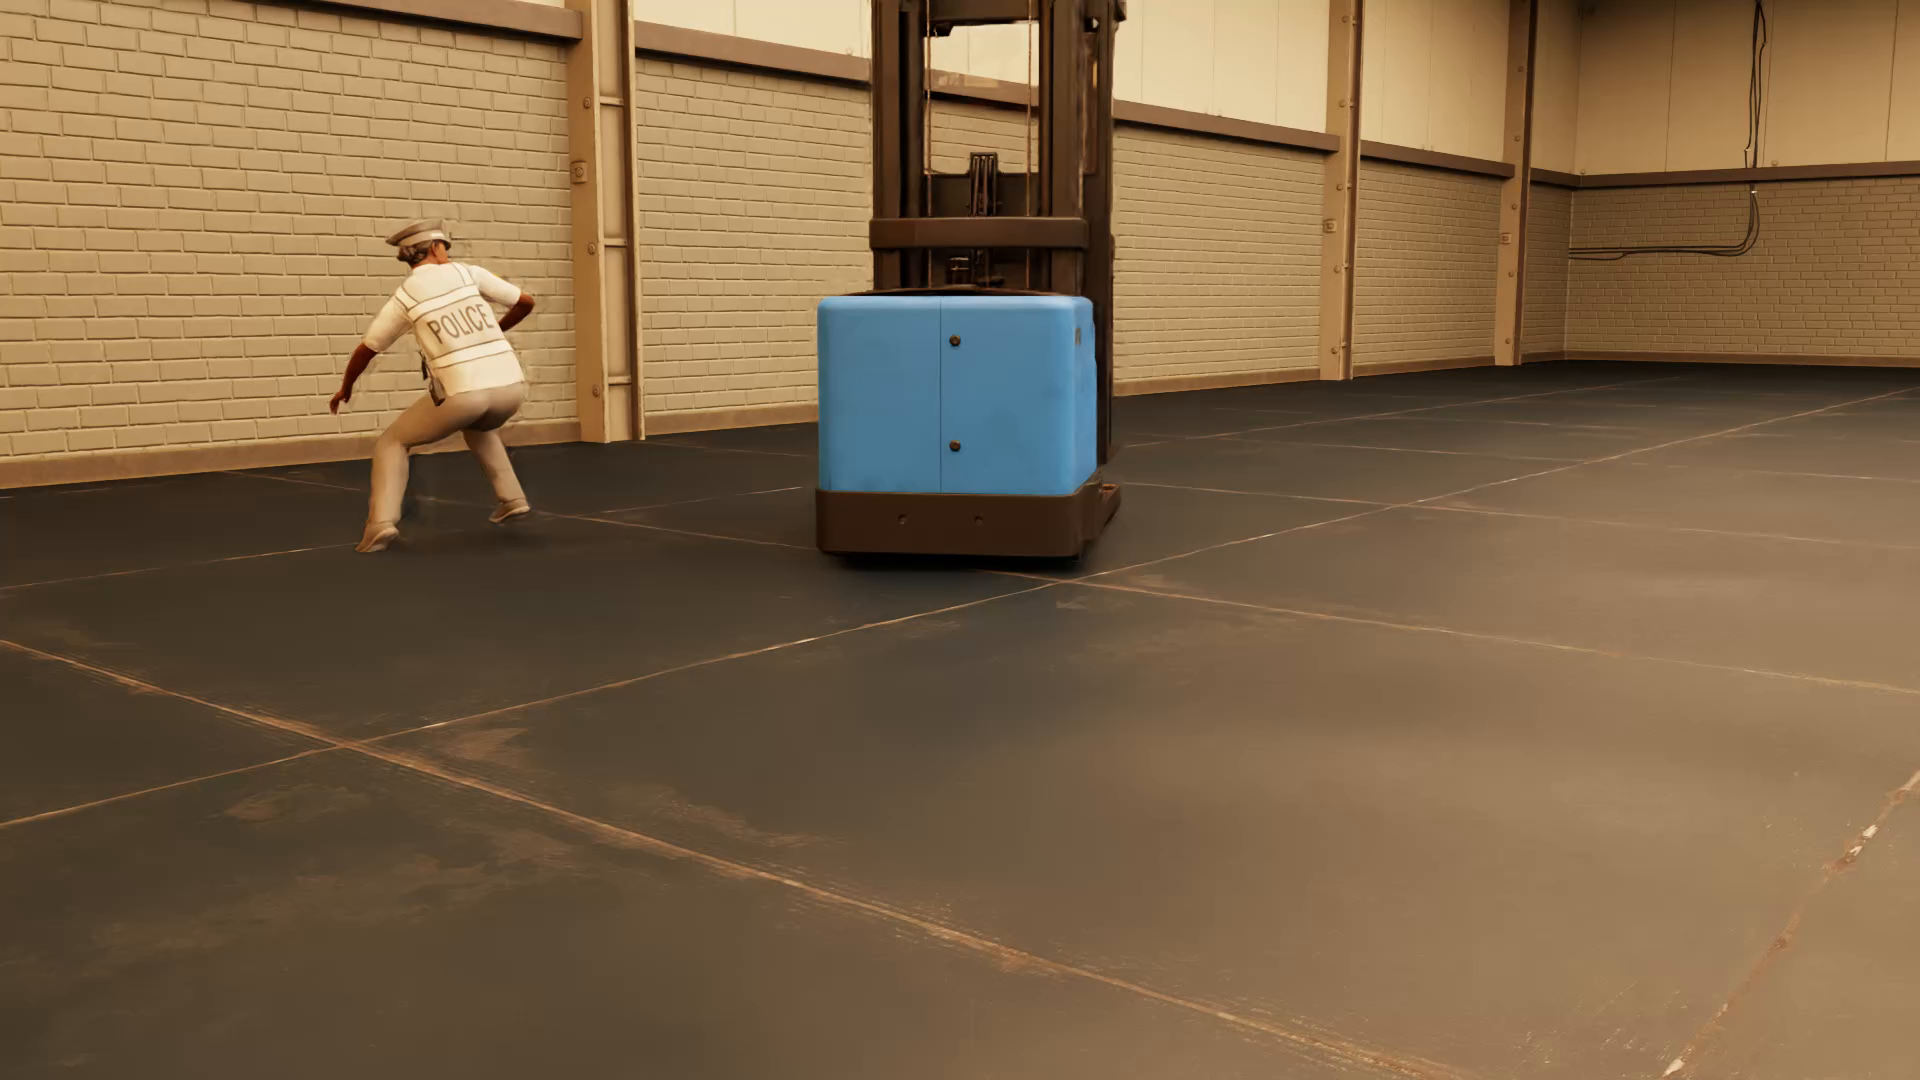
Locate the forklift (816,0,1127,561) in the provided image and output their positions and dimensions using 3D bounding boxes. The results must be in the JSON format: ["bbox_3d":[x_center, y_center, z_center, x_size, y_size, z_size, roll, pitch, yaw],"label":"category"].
[{"bbox_3d":[0.190,-1.538,7.792,1.130,2.935,3.031,1,8,10],"label":"forklift"}]

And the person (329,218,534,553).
[{"bbox_3d":[-2.297,-0.669,7.262,0.793,1.452,0.811,-7,11,-41],"label":"person"}]
